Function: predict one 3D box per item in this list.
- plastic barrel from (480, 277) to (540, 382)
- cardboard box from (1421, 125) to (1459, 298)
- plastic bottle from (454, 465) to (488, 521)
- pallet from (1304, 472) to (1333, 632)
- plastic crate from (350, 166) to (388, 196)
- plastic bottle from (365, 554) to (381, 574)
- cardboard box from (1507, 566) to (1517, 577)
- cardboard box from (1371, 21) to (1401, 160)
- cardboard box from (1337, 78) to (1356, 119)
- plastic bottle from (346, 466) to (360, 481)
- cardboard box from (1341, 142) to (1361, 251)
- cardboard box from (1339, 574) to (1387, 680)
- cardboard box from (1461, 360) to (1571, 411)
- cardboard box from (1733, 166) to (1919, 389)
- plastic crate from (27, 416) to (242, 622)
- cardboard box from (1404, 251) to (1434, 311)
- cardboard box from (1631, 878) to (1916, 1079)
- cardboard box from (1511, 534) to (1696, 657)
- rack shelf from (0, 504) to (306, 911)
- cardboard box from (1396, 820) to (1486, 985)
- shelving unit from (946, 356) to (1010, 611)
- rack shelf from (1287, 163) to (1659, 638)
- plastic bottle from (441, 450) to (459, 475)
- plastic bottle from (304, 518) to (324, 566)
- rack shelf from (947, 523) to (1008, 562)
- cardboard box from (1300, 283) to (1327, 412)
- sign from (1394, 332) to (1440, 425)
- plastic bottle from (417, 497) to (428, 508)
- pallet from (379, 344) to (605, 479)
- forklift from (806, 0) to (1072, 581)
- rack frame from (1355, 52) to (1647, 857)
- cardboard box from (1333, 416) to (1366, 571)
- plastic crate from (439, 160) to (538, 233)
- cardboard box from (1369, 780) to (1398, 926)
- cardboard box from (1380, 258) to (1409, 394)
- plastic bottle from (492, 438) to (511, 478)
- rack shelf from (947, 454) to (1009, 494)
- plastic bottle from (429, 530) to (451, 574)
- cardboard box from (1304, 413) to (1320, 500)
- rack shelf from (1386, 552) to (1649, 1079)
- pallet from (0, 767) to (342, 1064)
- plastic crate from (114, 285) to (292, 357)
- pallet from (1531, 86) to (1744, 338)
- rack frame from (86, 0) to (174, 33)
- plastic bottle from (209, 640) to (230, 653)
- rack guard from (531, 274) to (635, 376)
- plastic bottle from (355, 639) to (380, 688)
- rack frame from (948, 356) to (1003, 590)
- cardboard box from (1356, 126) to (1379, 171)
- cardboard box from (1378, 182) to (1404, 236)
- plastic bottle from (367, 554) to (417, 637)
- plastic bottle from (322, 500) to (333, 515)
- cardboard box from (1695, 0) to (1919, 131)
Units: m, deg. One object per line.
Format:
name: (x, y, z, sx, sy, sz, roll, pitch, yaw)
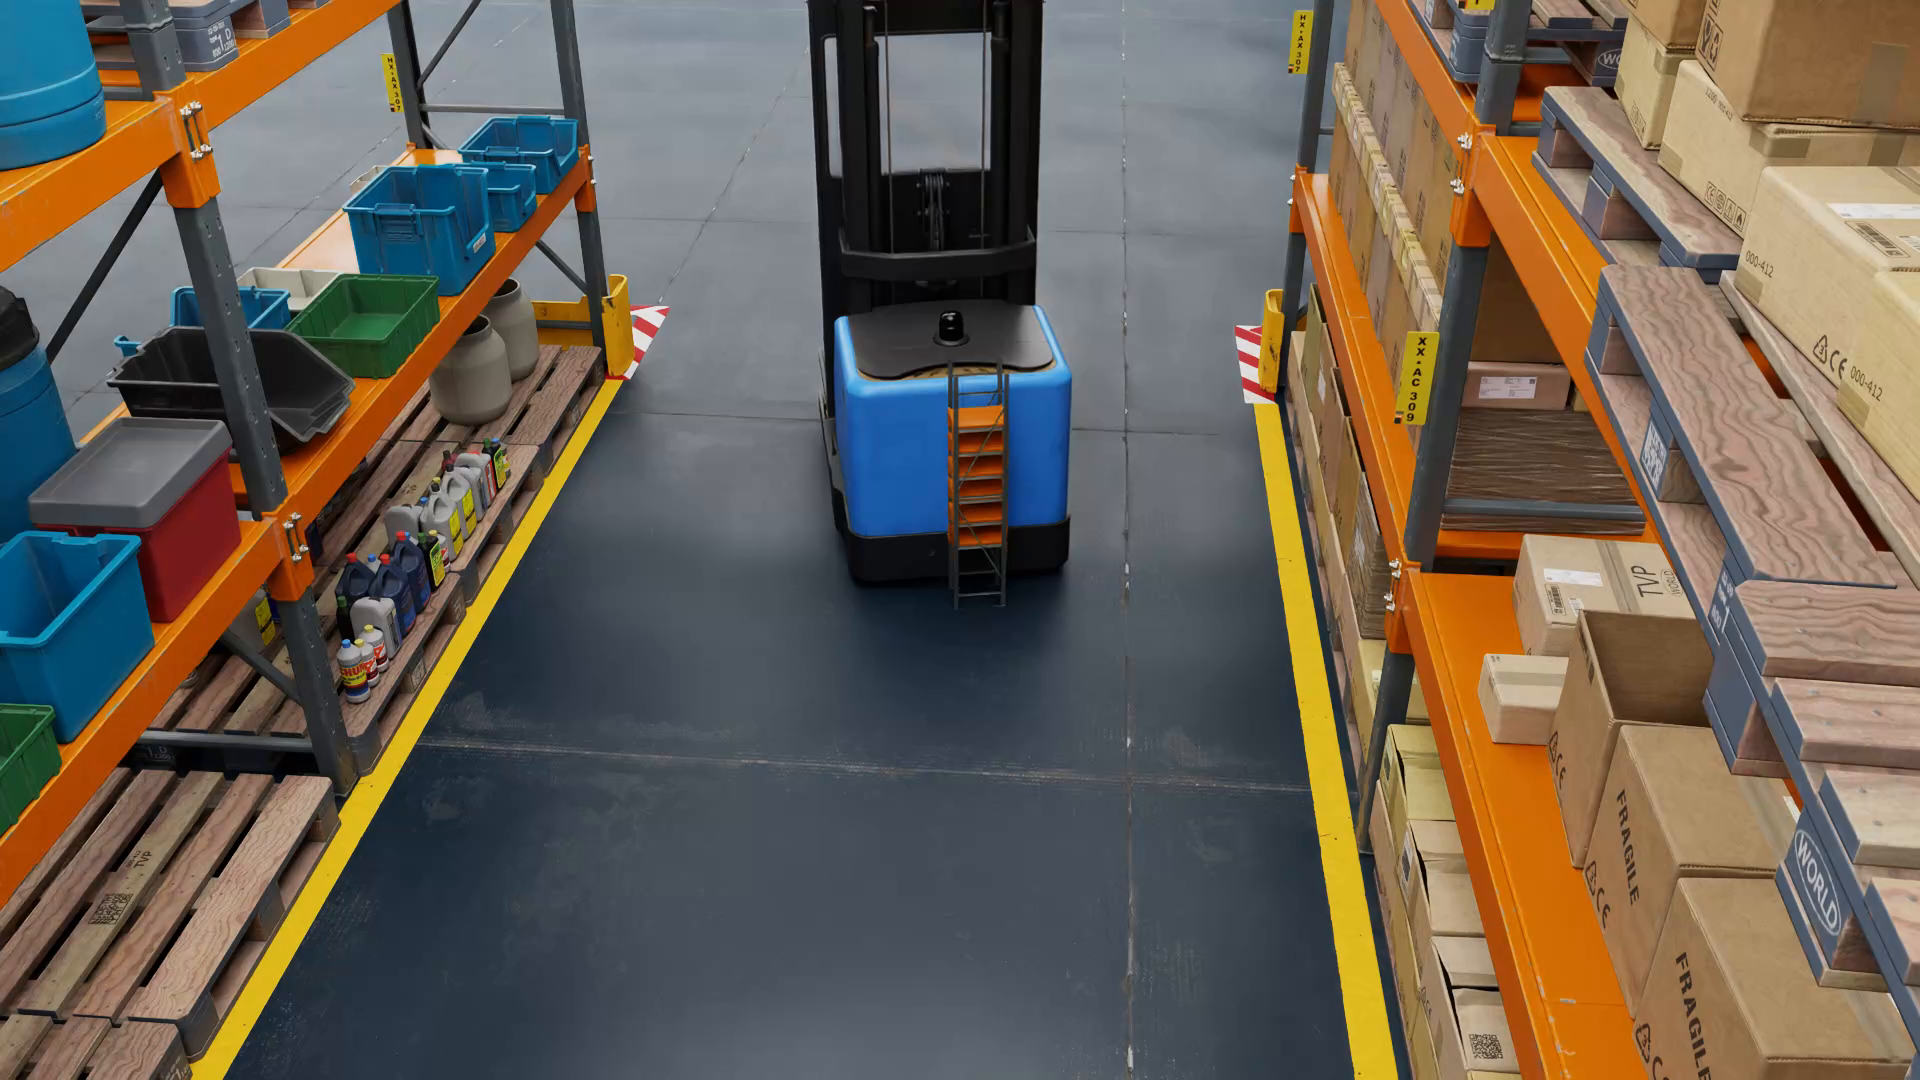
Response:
plastic barrel: (-2.573, -1.169, 9.258, 0.421, 0.512, 0.421, 0, 32, 0)
cardboard box: (2.085, -1.183, 5.978, 0.700, 0.500, 0.500, 2, 32, 4)
plastic bottle: (-2.367, -0.242, 7.960, 0.152, 0.276, 0.135, 2, 32, 3)
pallet: (2.219, 0.042, 7.980, 1.003, 0.211, 1.213, 2, 32, 4)
plastic crate: (-2.989, -1.830, 8.612, 0.298, 0.136, 0.250, 2, 32, 4)
plastic bottle: (-2.550, 0.184, 7.273, 0.097, 0.271, 0.097, 0, 32, 0)
cardboard box: (2.365, 0.352, 6.325, 0.500, 0.500, 0.500, 2, 32, 4)
cardboard box: (2.208, -1.968, 7.252, 0.700, 0.500, 0.500, 3, 32, 4)
cardboard box: (2.076, -2.167, 8.194, 0.380, 0.149, 0.250, 2, 32, 3)
plastic bottle: (-3.062, -0.403, 8.293, 0.097, 0.201, 0.097, 0, 32, 0)
cardboard box: (2.252, -1.707, 8.065, 0.700, 0.500, 0.500, 3, 32, 5)
cardboard box: (1.886, 0.388, 6.982, 0.500, 0.250, 0.500, 2, 32, 4)
cardboard box: (1.824, -0.561, 5.588, 0.380, 0.149, 0.250, 2, 32, 4)
cardboard box: (1.799, -0.486, 3.063, 0.500, 0.250, 0.500, 0, 32, 0)
plastic crate: (-2.656, -0.066, 5.437, 0.402, 0.464, 0.583, 2, 32, 4)
cardboard box: (1.885, -0.965, 6.243, 0.380, 0.149, 0.250, 2, 32, 4)
cardboard box: (1.810, 1.080, 3.543, 0.500, 0.500, 0.500, 1, 32, 1)
cardboard box: (2.019, 0.232, 5.157, 0.500, 0.250, 0.500, 4, 32, 7)
rack shelf: (-3.084, 1.047, 4.377, 1.077, 0.370, 4.000, 2, 32, 4)
cardboard box: (1.688, 1.129, 5.245, 0.500, 0.311, 0.500, 2, 32, 3)
shelving unit: (0.079, -0.239, 7.494, 0.258, 1.200, 0.189, -4, 32, -7)
rack shelf: (2.178, -0.831, 7.425, 1.077, 0.370, 4.000, 2, 32, 4)
plastic bottle: (-2.462, -0.322, 8.083, 0.061, 0.283, 0.133, 2, 32, 4)
plastic bottle: (-2.991, -0.034, 7.617, 0.061, 0.283, 0.133, 2, 32, 4)
rack shelf: (0.079, 0.003, 7.643, 0.258, 0.103, 0.180, -4, 32, -7)
cardboard box: (2.037, -0.978, 8.483, 0.500, 0.500, 0.500, 2, 32, 4)
sign: (1.462, -0.516, 5.328, 0.100, 0.325, 0.005, 2, 32, 4)
plastic bottle: (-2.501, -0.106, 7.810, 0.097, 0.201, 0.097, 0, 32, 0)
pallet: (-2.626, -0.743, 9.254, 1.003, 0.211, 1.213, 2, 32, 4)
forklift: (-0.192, -1.810, 8.393, 1.130, 2.935, 3.031, -4, 32, -7)
rack frame: (2.015, -0.091, 5.539, 1.000, 3.000, 0.127, 2, 32, 4)
cardboard box: (1.925, -0.193, 7.210, 0.500, 0.500, 0.500, 2, 32, 4)
plastic crate: (-2.397, -1.719, 8.322, 0.499, 0.251, 0.408, 2, 32, 4)
cardboard box: (1.736, 1.101, 5.825, 0.500, 0.250, 0.500, 2, 32, 3)
cardboard box: (2.127, -0.904, 6.763, 0.700, 0.500, 0.500, 3, 32, 5)
plastic bottle: (-2.308, -0.413, 8.309, 0.097, 0.201, 0.097, 0, 32, 0)
rack shelf: (0.079, -0.303, 7.454, 0.258, 0.103, 0.180, -4, 32, -7)
plastic bottle: (-2.380, 0.049, 7.559, 0.097, 0.201, 0.097, 0, 32, 0)
cardboard box: (1.998, -0.397, 8.256, 0.500, 0.250, 0.500, 2, 32, 4)
rack shelf: (1.853, 1.261, 4.031, 1.077, 0.370, 4.000, 2, 32, 4)
pallet: (-2.946, 1.295, 5.948, 1.003, 0.211, 1.213, 2, 32, 4)
plastic crate: (-3.102, -0.832, 6.882, 0.499, 0.251, 0.616, 2, 32, 4)
pallet: (1.957, -0.825, 4.053, 0.805, 0.209, 1.217, 1, 32, 2)
rack frame: (-2.921, -2.859, 4.311, 1.000, 3.000, 0.127, 2, 32, 4)
plastic bottle: (-3.156, 0.287, 7.031, 0.144, 0.351, 0.185, 2, 32, 3)
rack guard: (-2.555, -1.290, 9.867, 1.175, 0.500, 0.348, 2, 32, 4)
plastic bottle: (-2.450, 0.498, 6.830, 0.097, 0.201, 0.097, 0, 32, 0)
rack frame: (0.067, -0.286, 7.571, 0.240, 1.200, 0.006, -4, 32, -7)
cardboard box: (2.012, -1.766, 7.542, 0.380, 0.149, 0.250, 1, 32, 2)
cardboard box: (1.948, -1.364, 6.891, 0.380, 0.149, 0.250, 3, 32, 6)
plastic bottle: (-2.442, 0.231, 7.121, 0.144, 0.351, 0.185, 3, 32, 5)
plastic bottle: (-3.090, -0.256, 7.987, 0.097, 0.271, 0.097, 0, 32, 0)
cardboard box: (1.903, -1.183, 3.479, 0.500, 0.500, 0.500, 5, 32, 9)
